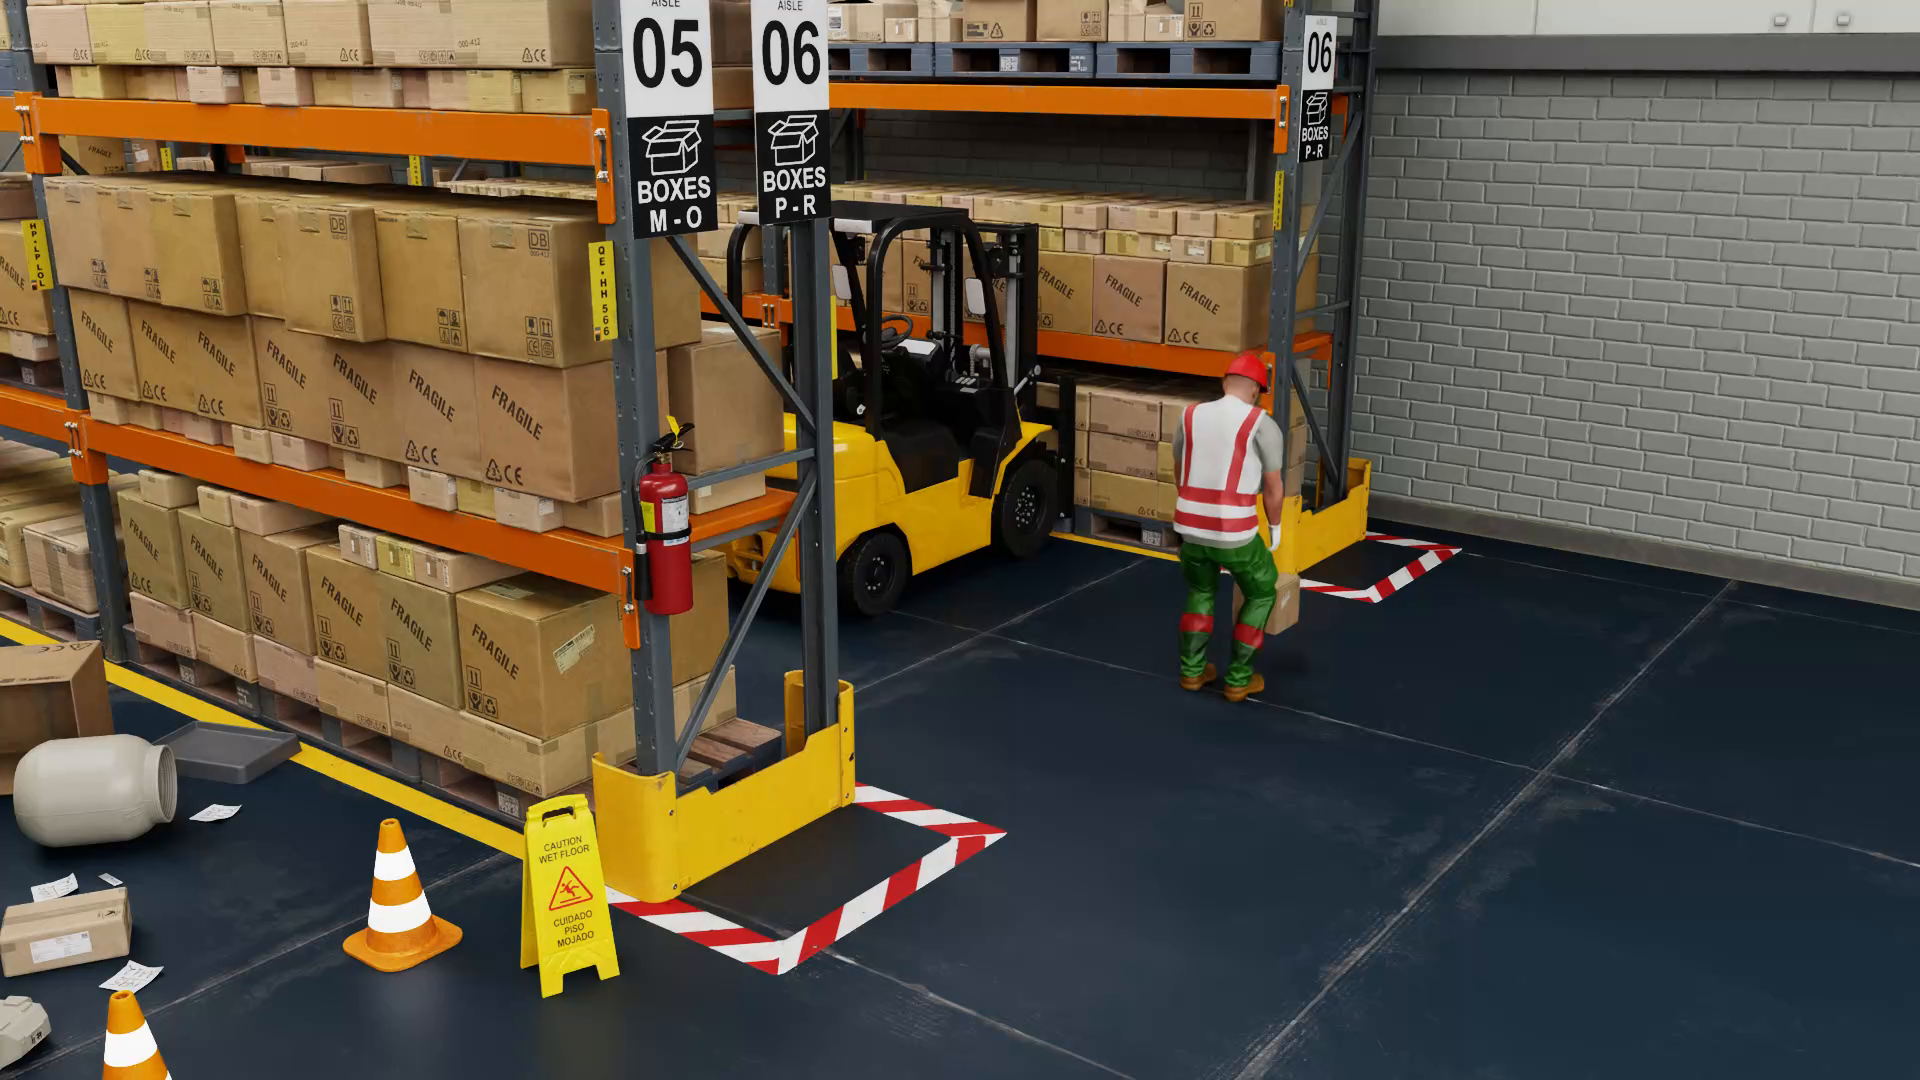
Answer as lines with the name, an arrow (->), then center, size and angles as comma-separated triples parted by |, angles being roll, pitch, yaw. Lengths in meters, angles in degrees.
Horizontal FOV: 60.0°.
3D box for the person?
person -> 1.270, -0.065, 8.007 | 0.568, 1.627, 0.602 | 12, 20, 36
